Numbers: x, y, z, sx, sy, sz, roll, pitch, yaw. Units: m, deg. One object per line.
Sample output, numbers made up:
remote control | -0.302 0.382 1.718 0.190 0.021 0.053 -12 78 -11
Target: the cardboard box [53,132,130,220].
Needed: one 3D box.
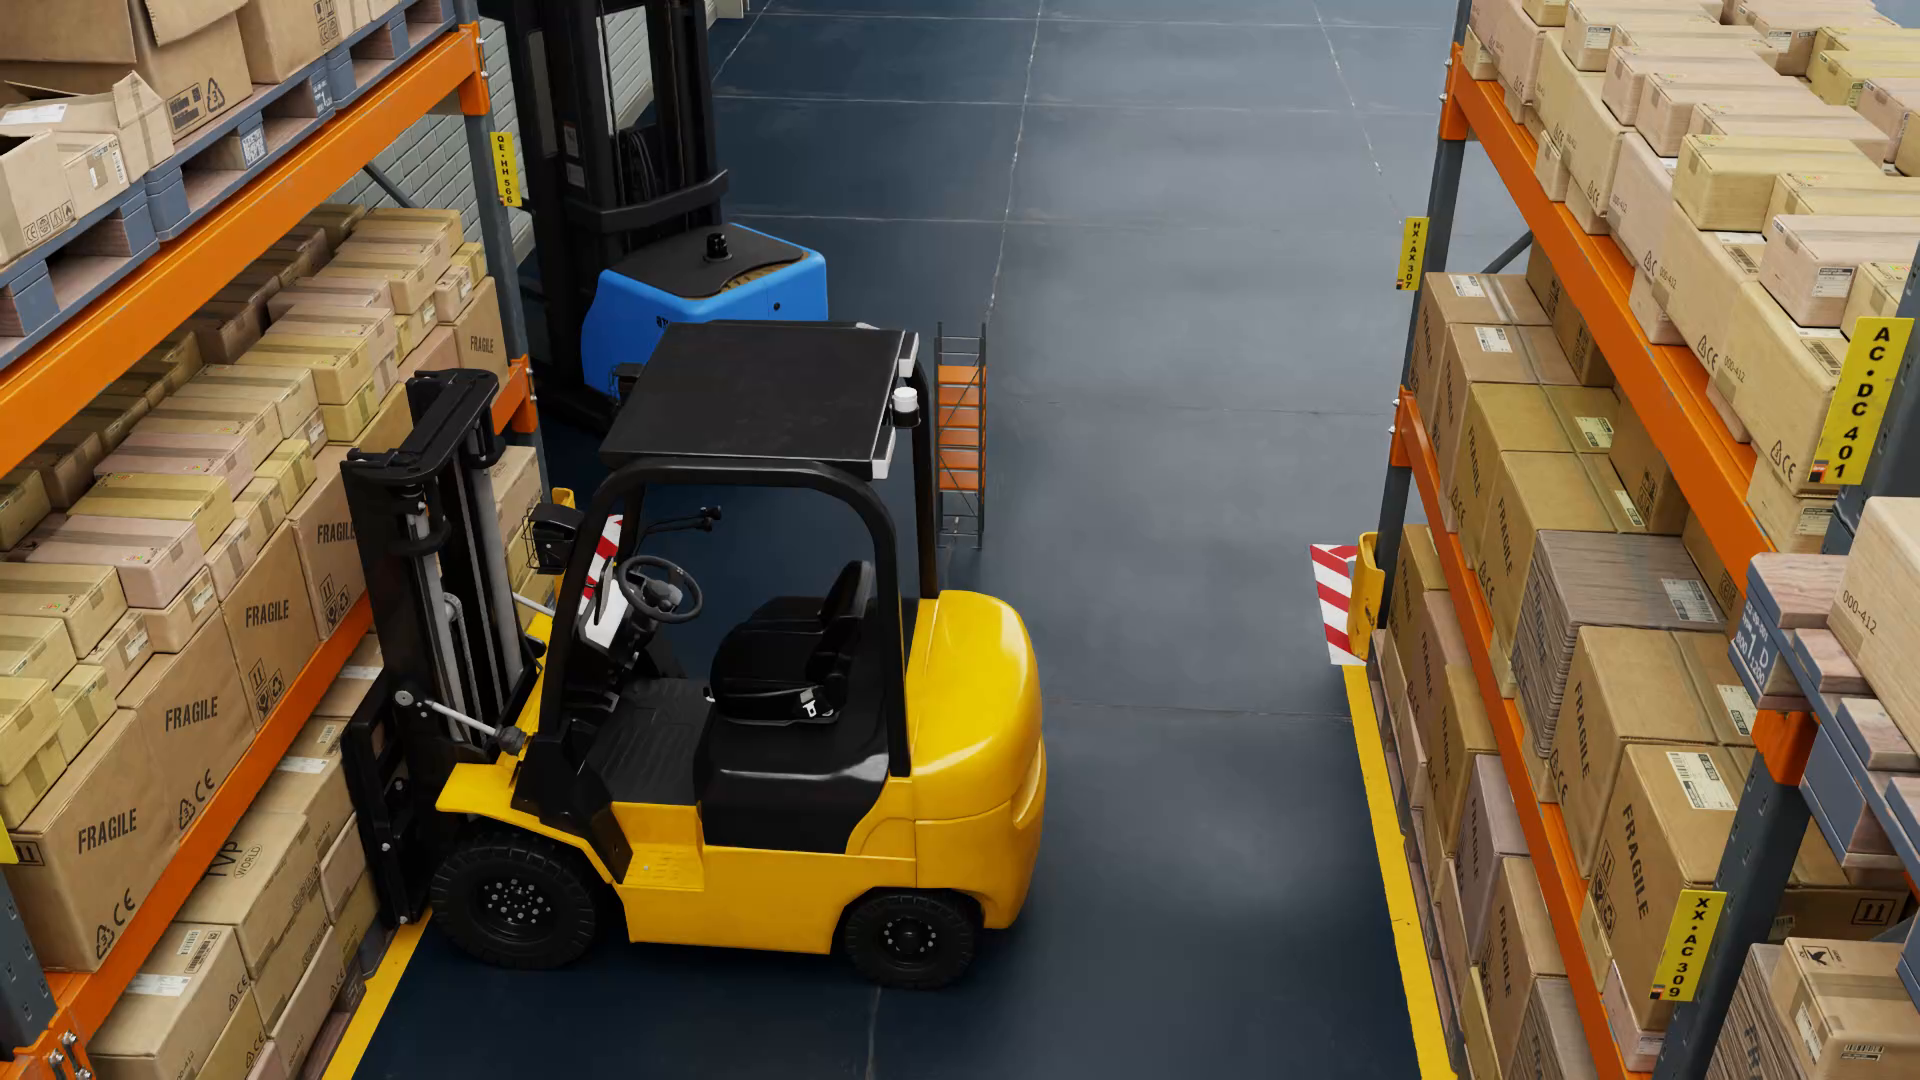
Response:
cardboard box | -2.416 -0.950 4.317 0.380 0.149 0.250 3 32 5

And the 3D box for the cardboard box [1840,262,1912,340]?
cardboard box | 1.938 -0.410 3.176 0.380 0.149 0.250 3 32 5

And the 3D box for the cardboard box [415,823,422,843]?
cardboard box | -2.335 1.018 6.460 0.500 0.250 0.500 3 32 6

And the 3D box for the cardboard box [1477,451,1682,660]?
cardboard box | 2.028 0.054 5.425 0.500 0.500 0.500 2 32 3

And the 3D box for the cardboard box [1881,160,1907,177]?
cardboard box | 2.525 -0.815 4.213 0.500 0.250 0.500 3 32 4

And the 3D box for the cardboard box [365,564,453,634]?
cardboard box | -2.285 0.325 6.631 0.500 0.250 0.500 3 32 5

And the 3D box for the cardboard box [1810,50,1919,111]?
cardboard box | 2.525 -1.202 4.461 0.380 0.149 0.250 3 32 5

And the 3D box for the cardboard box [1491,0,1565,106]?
cardboard box | 2.099 -1.642 5.556 0.500 0.250 0.500 2 32 3

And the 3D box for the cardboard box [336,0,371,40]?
cardboard box | -2.277 -1.889 5.730 0.396 0.266 0.258 3 32 4

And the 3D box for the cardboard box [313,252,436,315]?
cardboard box | -2.294 -1.008 6.529 0.380 0.149 0.250 3 32 5

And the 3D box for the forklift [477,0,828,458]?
forklift | -2.184 -2.247 9.602 3.031 2.935 1.130 24 39 34

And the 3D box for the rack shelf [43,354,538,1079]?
rack shelf | -2.655 0.325 6.049 1.077 0.370 4.000 2 32 4

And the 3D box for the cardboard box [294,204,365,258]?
cardboard box | -2.732 -1.306 7.012 0.380 0.149 0.250 2 32 3

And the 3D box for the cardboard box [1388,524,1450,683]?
cardboard box | 2.113 0.278 6.945 0.500 0.500 0.500 1 32 2

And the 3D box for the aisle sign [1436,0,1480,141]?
aisle sign | 2.152 -1.969 6.608 0.394 0.787 0.004 2 32 4

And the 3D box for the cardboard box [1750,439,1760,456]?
cardboard box | 1.960 -0.201 3.598 0.380 0.149 0.250 3 32 5

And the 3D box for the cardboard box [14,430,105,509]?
cardboard box | -2.956 -0.229 5.265 0.380 0.149 0.250 2 32 3

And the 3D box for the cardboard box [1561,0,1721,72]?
cardboard box | 2.015 -1.494 4.935 0.380 0.149 0.250 3 32 5

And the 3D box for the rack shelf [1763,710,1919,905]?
rack shelf | 1.967 1.350 1.527 1.077 0.370 4.000 2 32 4

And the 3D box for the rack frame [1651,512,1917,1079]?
rack frame | 2.130 1.275 3.822 1.000 3.000 0.127 2 32 4

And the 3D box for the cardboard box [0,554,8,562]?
cardboard box | -3.049 0.159 4.919 0.380 0.149 0.250 3 32 4

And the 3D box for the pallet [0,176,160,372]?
pallet | -2.774 -0.622 4.125 1.003 0.211 1.213 2 32 4

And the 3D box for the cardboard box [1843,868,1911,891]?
cardboard box | 2.382 0.459 3.814 0.700 0.500 0.500 2 32 3

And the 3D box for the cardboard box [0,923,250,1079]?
cardboard box | -2.465 1.391 4.901 0.500 0.250 0.500 2 32 3

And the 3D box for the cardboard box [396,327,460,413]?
cardboard box | -2.322 -0.530 6.655 0.500 0.500 0.500 3 32 6

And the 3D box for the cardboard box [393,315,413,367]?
cardboard box | -2.346 -0.755 6.403 0.380 0.149 0.250 2 32 4

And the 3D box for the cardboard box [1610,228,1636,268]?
cardboard box | 2.073 -0.877 4.695 0.380 0.149 0.250 2 32 4

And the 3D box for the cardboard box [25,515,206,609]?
cardboard box | -2.429 0.061 4.795 0.380 0.149 0.250 3 32 5

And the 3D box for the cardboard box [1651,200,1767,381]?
cardboard box | 1.938 -0.571 3.819 0.500 0.250 0.500 2 32 3

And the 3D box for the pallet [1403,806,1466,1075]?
pallet | 2.246 1.470 6.164 1.003 0.211 1.213 2 32 4

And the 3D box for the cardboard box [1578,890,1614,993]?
cardboard box | 1.866 1.070 4.394 0.380 0.149 0.250 3 32 5

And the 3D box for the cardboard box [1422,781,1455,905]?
cardboard box | 2.033 1.138 6.266 0.500 0.250 0.500 5 32 7

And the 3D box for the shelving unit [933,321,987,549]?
shelving unit | 0.001 -0.518 8.447 0.258 1.200 0.189 2 32 4

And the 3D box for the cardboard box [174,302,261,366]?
cardboard box | -2.826 -0.764 6.133 0.380 0.149 0.250 3 32 6

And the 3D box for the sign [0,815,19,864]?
sign | -2.276 0.624 3.851 0.100 0.325 0.005 2 32 4

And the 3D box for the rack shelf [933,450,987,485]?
rack shelf | 0.001 -0.378 8.534 0.258 0.103 0.180 2 32 4

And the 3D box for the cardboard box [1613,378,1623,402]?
cardboard box | 2.644 -0.600 5.532 0.700 0.500 0.500 2 32 3

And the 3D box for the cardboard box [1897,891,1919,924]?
cardboard box | 2.444 0.888 4.072 0.500 0.500 0.500 2 32 4

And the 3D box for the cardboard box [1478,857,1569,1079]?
cardboard box | 1.950 1.361 5.189 0.500 0.500 0.500 3 32 5

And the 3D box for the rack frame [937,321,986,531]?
rack frame | 0.009 -0.566 8.525 0.240 1.200 0.006 2 32 4

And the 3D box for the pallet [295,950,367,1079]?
pallet | -2.711 1.838 5.566 1.003 0.211 1.213 2 32 4

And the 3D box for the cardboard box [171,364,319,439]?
cardboard box | -2.430 -0.473 5.662 0.380 0.149 0.250 3 32 5

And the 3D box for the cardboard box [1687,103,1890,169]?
cardboard box | 2.008 -0.955 4.061 0.380 0.149 0.250 2 32 3

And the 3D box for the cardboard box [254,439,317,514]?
cardboard box | -2.384 -0.217 5.529 0.380 0.149 0.250 2 32 3

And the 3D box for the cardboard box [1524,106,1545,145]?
cardboard box | 2.121 -1.418 5.573 0.380 0.149 0.250 2 32 4

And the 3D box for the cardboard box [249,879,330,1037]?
cardboard box | -2.431 1.341 5.460 0.500 0.250 0.500 2 32 4

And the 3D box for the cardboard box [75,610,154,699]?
cardboard box | -2.516 0.318 4.662 0.380 0.149 0.250 2 32 4

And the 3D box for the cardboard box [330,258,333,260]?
cardboard box | -2.778 -1.179 7.091 0.380 0.149 0.250 2 32 3

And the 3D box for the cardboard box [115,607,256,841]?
cardboard box | -2.495 0.528 4.938 0.500 0.500 0.500 3 32 5
